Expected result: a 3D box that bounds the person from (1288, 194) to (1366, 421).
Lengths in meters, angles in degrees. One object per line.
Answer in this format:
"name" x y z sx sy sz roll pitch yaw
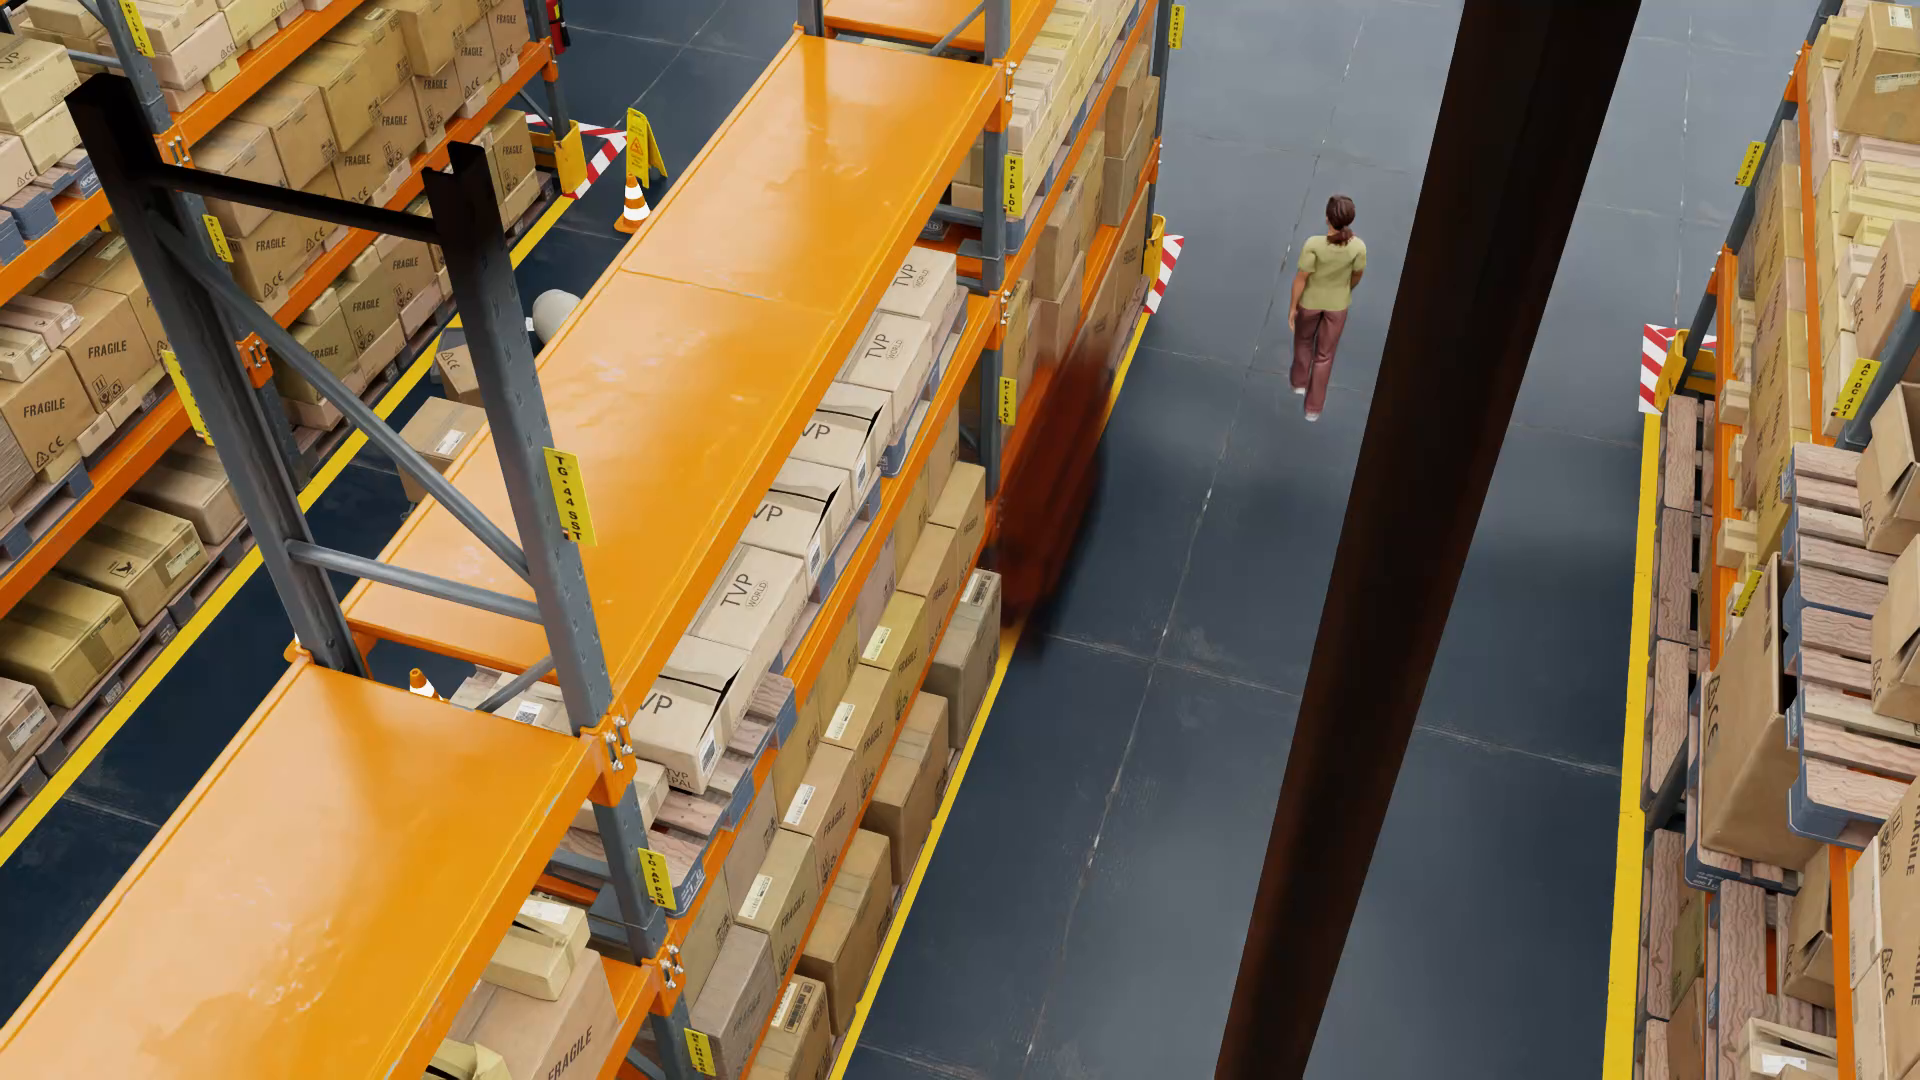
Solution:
"person" 2.420 -1.561 11.113 0.454 1.733 0.566 8 46 7
